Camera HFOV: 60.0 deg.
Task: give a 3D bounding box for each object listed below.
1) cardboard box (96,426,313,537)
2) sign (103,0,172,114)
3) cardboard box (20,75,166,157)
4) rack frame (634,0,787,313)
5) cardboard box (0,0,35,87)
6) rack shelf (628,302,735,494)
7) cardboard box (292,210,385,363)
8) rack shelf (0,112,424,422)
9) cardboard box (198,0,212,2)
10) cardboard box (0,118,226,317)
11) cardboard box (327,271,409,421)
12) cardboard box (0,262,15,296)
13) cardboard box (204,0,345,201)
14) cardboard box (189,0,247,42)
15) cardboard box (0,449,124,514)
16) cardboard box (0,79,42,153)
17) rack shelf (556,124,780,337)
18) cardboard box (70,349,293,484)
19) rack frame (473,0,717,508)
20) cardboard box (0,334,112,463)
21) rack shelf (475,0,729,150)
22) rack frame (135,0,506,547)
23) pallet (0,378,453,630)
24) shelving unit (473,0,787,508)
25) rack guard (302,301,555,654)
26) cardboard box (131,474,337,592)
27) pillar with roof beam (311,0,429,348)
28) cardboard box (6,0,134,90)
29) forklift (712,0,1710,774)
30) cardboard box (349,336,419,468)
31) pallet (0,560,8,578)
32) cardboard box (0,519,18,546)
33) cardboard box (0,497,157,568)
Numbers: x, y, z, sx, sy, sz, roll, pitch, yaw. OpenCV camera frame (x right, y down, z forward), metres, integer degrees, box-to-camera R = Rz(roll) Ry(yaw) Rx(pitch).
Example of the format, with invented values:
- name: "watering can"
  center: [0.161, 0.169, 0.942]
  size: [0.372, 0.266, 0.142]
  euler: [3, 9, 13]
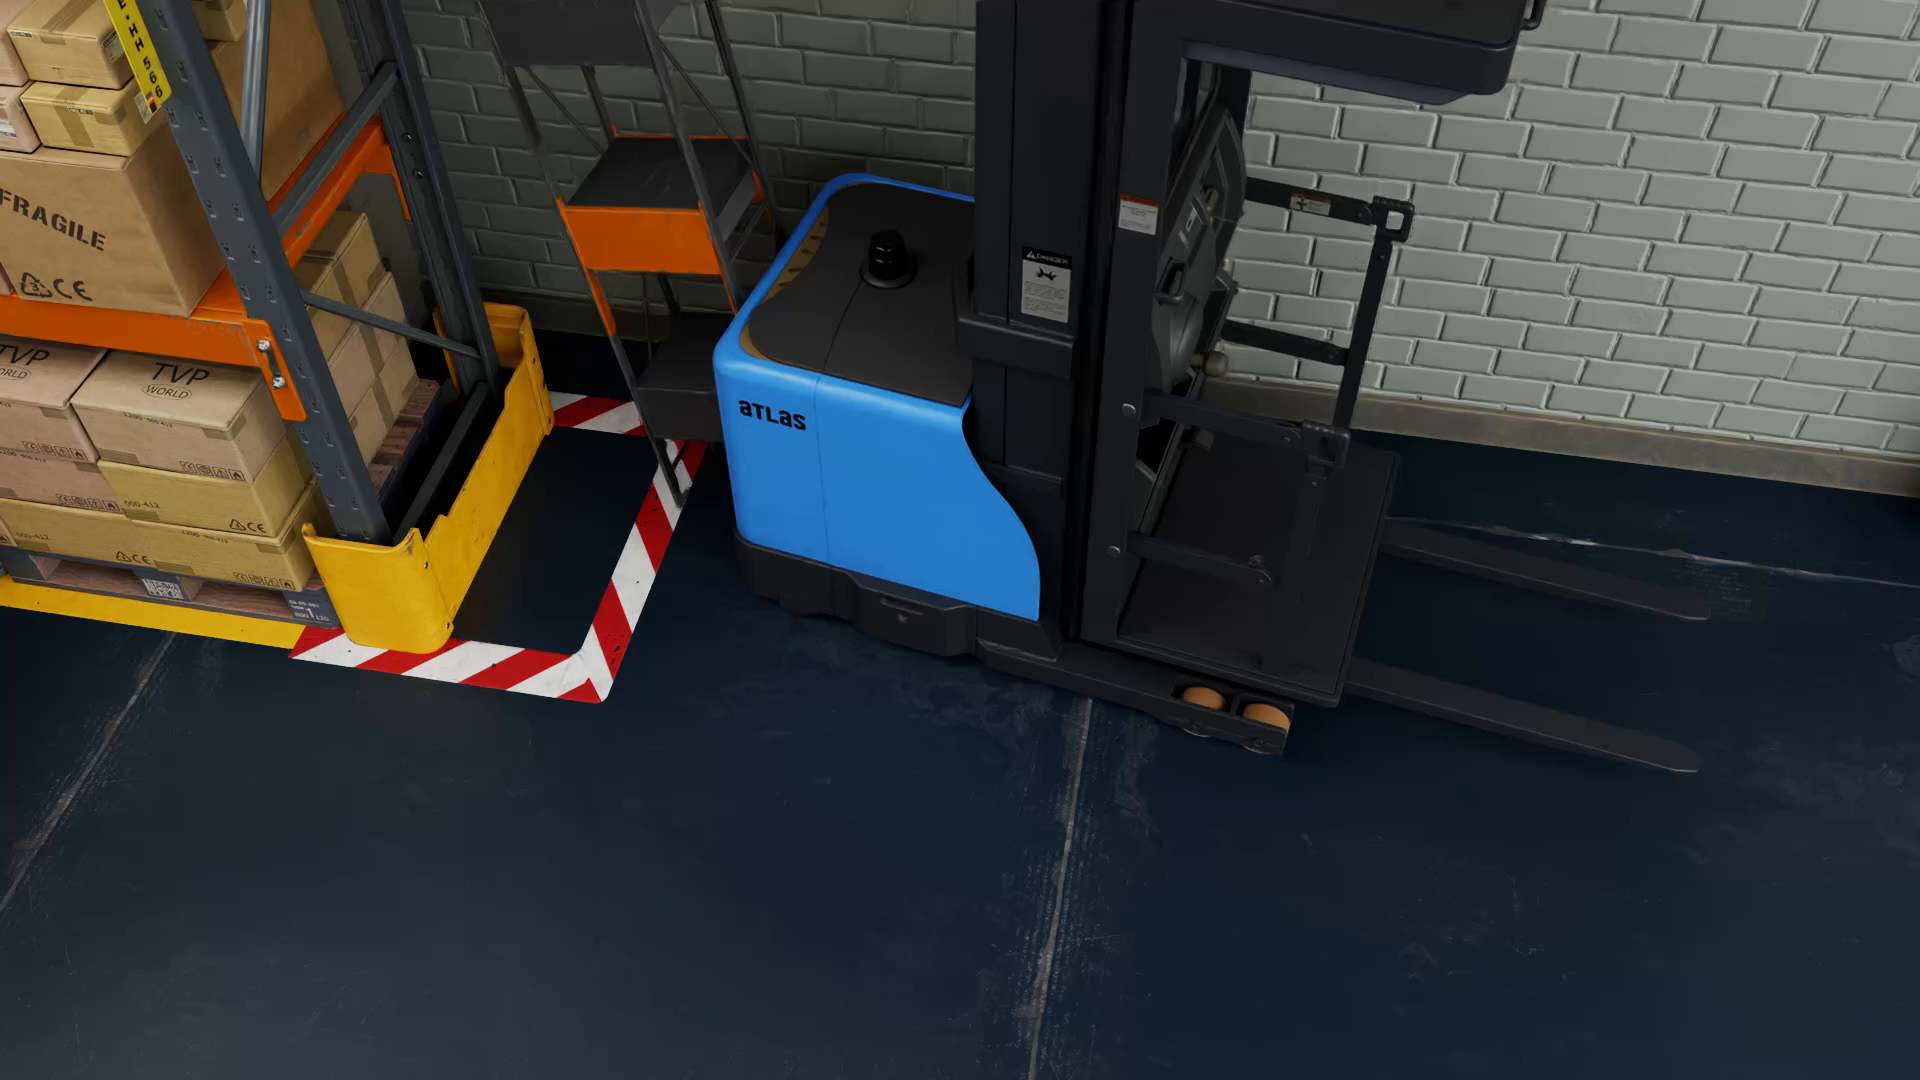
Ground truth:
- name: "cardboard box"
  center: [-2.318, -0.301, 5.234]
  size: [0.500, 0.250, 0.500]
  euler: [7, 48, 6]
- name: "sign"
  center: [-1.894, -1.148, 3.827]
  size: [0.005, 0.325, 0.100]
  euler: [8, 49, 7]
- name: "cardboard box"
  center: [-2.175, -1.168, 4.279]
  size: [0.250, 0.149, 0.380]
  euler: [8, 49, 7]
- name: "rack frame"
  center: [-0.647, -0.944, 5.092]
  size: [0.015, 2.100, 0.400]
  euler: [5, 47, 18]
- name: "cardboard box"
  center: [-2.422, -1.330, 4.225]
  size: [0.250, 0.149, 0.380]
  euler: [8, 49, 7]
- name: "rack shelf"
  center: [-0.758, -0.468, 5.666]
  size: [0.480, 0.518, 0.431]
  euler: [5, 47, 18]
- name: "cardboard box"
  center: [-2.223, -0.835, 5.377]
  size: [0.500, 0.250, 0.500]
  euler: [7, 48, 6]
- name: "rack shelf"
  center: [-3.752, -1.101, 5.206]
  size: [4.000, 0.370, 1.077]
  euler: [8, 49, 7]
- name: "cardboard box"
  center: [-2.076, -1.627, 4.492]
  size: [0.250, 0.149, 0.380]
  euler: [7, 48, 6]
- name: "cardboard box"
  center: [-2.315, -0.983, 4.550]
  size: [0.500, 0.500, 0.500]
  euler: [7, 48, 6]
- name: "cardboard box"
  center: [-2.209, -0.680, 5.574]
  size: [0.500, 0.250, 0.500]
  euler: [8, 49, 8]
- name: "cardboard box"
  center: [-2.823, -1.059, 4.617]
  size: [0.500, 0.500, 0.500]
  euler: [9, 49, 8]
- name: "cardboard box"
  center: [-2.222, -1.379, 4.905]
  size: [0.500, 0.500, 0.500]
  euler: [9, 49, 8]
- name: "cardboard box"
  center: [-2.071, -1.562, 4.634]
  size: [0.250, 0.149, 0.380]
  euler: [7, 48, 6]
- name: "cardboard box"
  center: [-2.810, -0.375, 5.301]
  size: [0.500, 0.250, 0.500]
  euler: [7, 48, 6]
- name: "cardboard box"
  center: [-2.431, -1.180, 4.290]
  size: [0.250, 0.149, 0.380]
  euler: [8, 49, 7]
- name: "rack shelf"
  center: [-0.875, -0.955, 5.177]
  size: [0.480, 0.518, 0.431]
  euler: [5, 47, 18]
- name: "cardboard box"
  center: [-2.292, -0.465, 5.045]
  size: [0.500, 0.250, 0.500]
  euler: [9, 49, 8]
- name: "rack frame"
  center: [-1.109, -0.985, 5.244]
  size: [0.015, 2.100, 0.400]
  euler: [5, 47, 18]
- name: "cardboard box"
  center: [-2.796, -0.528, 5.102]
  size: [0.500, 0.250, 0.500]
  euler: [8, 49, 8]
- name: "rack shelf"
  center: [-0.993, -1.442, 4.688]
  size: [0.480, 0.518, 0.431]
  euler: [5, 47, 18]
- name: "rack frame"
  center: [-1.784, -1.077, 4.701]
  size: [0.127, 3.000, 1.000]
  euler: [8, 49, 7]
- name: "pallet"
  center: [-2.544, -0.215, 5.802]
  size: [1.213, 0.211, 1.003]
  euler: [8, 49, 7]
- name: "shelving unit"
  center: [-0.878, -0.965, 5.168]
  size: [0.503, 2.100, 0.431]
  euler: [5, 47, 18]
- name: "rack guard"
  center: [-1.760, -0.238, 5.628]
  size: [0.348, 0.500, 1.175]
  euler: [8, 49, 7]
- name: "cardboard box"
  center: [-2.302, -0.129, 5.416]
  size: [0.500, 0.250, 0.500]
  euler: [8, 49, 7]
- name: "pillar with roof beam"
  center: [-3.074, -0.683, 0.314]
  size: [0.400, 9.000, 9.100]
  euler: [8, 49, 7]
- name: "cardboard box"
  center: [-2.174, -1.320, 4.216]
  size: [0.250, 0.149, 0.380]
  euler: [8, 49, 7]
- name: "forklift"
  center: [0.836, -0.766, 4.468]
  size: [3.031, 2.935, 1.130]
  euler: [15, 50, 13]
- name: "cardboard box"
  center: [-2.232, -0.506, 5.755]
  size: [0.500, 0.250, 0.500]
  euler: [8, 49, 7]
- name: "pallet"
  center: [-3.741, -0.379, 5.948]
  size: [1.213, 0.211, 1.003]
  euler: [8, 49, 7]
- name: "cardboard box"
  center: [-3.281, -0.275, 5.546]
  size: [0.500, 0.250, 0.500]
  euler: [8, 49, 7]
- name: "cardboard box"
  center: [-2.790, -0.202, 5.481]
  size: [0.500, 0.250, 0.500]
  euler: [8, 49, 7]
